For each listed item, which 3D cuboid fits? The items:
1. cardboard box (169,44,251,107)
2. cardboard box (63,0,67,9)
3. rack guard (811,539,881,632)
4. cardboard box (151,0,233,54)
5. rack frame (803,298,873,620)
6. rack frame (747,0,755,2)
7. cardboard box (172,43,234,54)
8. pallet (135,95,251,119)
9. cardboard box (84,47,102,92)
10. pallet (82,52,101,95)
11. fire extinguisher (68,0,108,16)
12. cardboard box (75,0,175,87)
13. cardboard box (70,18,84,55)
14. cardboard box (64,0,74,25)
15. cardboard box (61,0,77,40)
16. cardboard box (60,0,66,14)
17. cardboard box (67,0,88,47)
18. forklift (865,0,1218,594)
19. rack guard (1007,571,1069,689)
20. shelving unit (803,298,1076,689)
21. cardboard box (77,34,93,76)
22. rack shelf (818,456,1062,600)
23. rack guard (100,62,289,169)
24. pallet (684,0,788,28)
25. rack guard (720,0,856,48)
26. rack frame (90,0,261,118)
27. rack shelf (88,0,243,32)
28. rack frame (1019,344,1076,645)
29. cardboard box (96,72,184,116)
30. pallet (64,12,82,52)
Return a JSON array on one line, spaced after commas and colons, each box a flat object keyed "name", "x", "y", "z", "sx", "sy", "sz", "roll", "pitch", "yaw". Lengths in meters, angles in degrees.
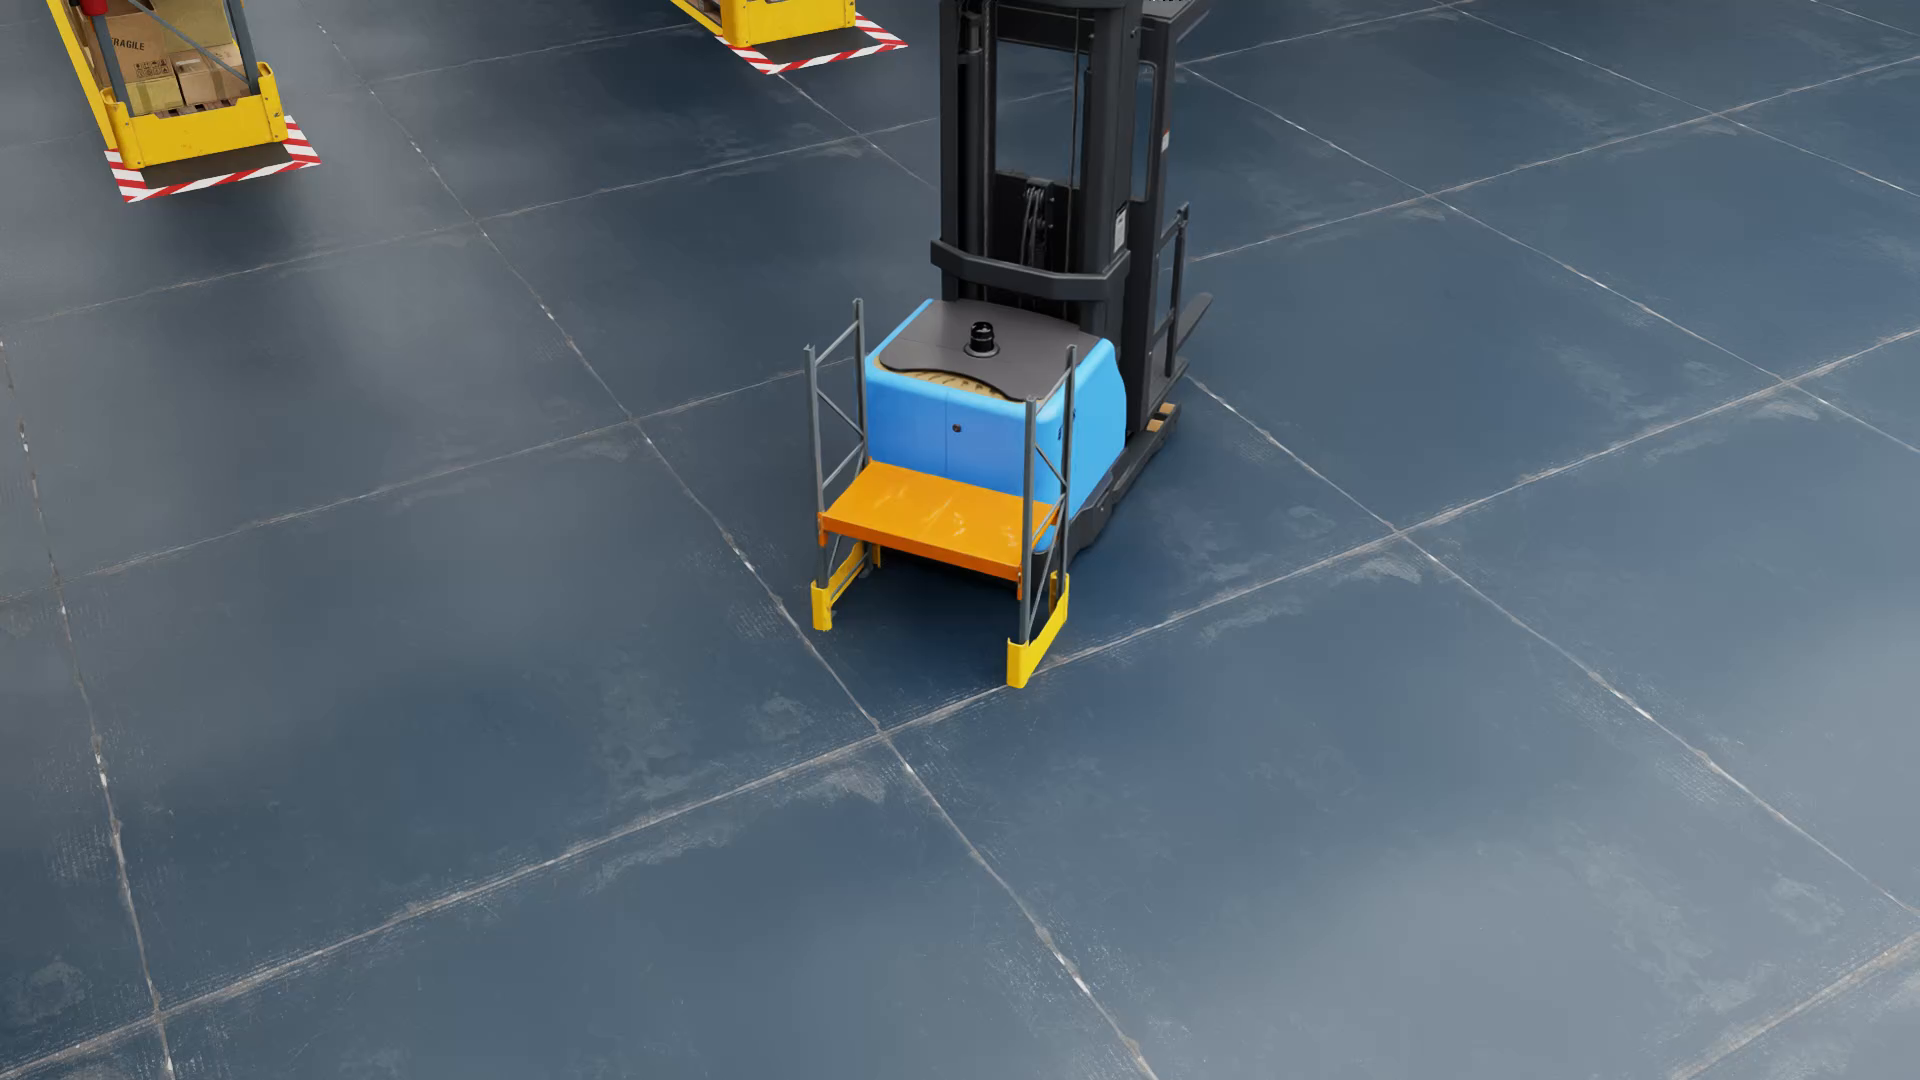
[{"name": "cardboard box", "x": -5.775, "y": -3.588, "z": 12.822, "sx": 0.500, "sy": 0.250, "sz": 0.500, "roll": -19, "pitch": 40, "yaw": -24}, {"name": "cardboard box", "x": -7.243, "y": -4.752, "z": 13.780, "sx": 0.500, "sy": 0.500, "sz": 0.500, "roll": -19, "pitch": 40, "yaw": -24}, {"name": "rack guard", "x": -0.547, "y": 0.171, "z": 8.031, "sx": 0.087, "sy": 0.250, "sz": 0.587, "roll": 15, "pitch": 39, "yaw": 19}, {"name": "cardboard box", "x": -6.028, "y": -4.145, "z": 12.949, "sx": 0.500, "sy": 0.500, "sz": 0.500, "roll": -19, "pitch": 40, "yaw": -24}, {"name": "rack frame", "x": -0.548, "y": -0.334, "z": 7.663, "sx": 0.032, "sy": 1.500, "sz": 0.500, "roll": 15, "pitch": 39, "yaw": 19}, {"name": "rack frame", "x": -1.414, "y": -5.655, "z": 13.677, "sx": 1.000, "sy": 3.000, "sz": 0.127, "roll": -19, "pitch": 40, "yaw": -24}, {"name": "cardboard box", "x": -6.030, "y": -3.842, "z": 13.170, "sx": 0.500, "sy": 0.250, "sz": 0.500, "roll": -19, "pitch": 40, "yaw": -24}, {"name": "pallet", "x": -6.119, "y": -3.441, "z": 13.010, "sx": 1.003, "sy": 0.211, "sz": 1.213, "roll": -19, "pitch": 40, "yaw": -24}, {"name": "cardboard box", "x": -6.485, "y": -3.686, "z": 12.956, "sx": 0.500, "sy": 0.250, "sz": 0.500, "roll": -19, "pitch": 40, "yaw": -24}, {"name": "pallet", "x": -6.728, "y": -4.063, "z": 13.861, "sx": 1.003, "sy": 0.211, "sz": 1.213, "roll": -19, "pitch": 40, "yaw": -24}, {"name": "fire extinguisher", "x": -6.041, "y": -3.960, "z": 11.422, "sx": 0.296, "sy": 0.674, "sz": 0.183, "roll": -19, "pitch": 40, "yaw": -24}, {"name": "cardboard box", "x": -6.225, "y": -3.737, "z": 12.390, "sx": 0.500, "sy": 0.500, "sz": 0.500, "roll": -19, "pitch": 40, "yaw": -24}, {"name": "cardboard box", "x": -6.987, "y": -4.196, "z": 13.655, "sx": 0.500, "sy": 0.250, "sz": 0.500, "roll": -19, "pitch": 40, "yaw": -24}, {"name": "cardboard box", "x": -6.990, "y": -4.498, "z": 13.432, "sx": 0.500, "sy": 0.500, "sz": 0.500, "roll": -19, "pitch": 40, "yaw": -24}, {"name": "cardboard box", "x": -7.243, "y": -4.449, "z": 14.001, "sx": 0.500, "sy": 0.250, "sz": 0.500, "roll": -19, "pitch": 40, "yaw": -24}, {"name": "cardboard box", "x": -7.490, "y": -4.706, "z": 14.352, "sx": 0.500, "sy": 0.250, "sz": 0.500, "roll": -19, "pitch": 40, "yaw": -24}, {"name": "cardboard box", "x": -6.740, "y": -4.243, "z": 13.082, "sx": 0.500, "sy": 0.500, "sz": 0.500, "roll": -19, "pitch": 40, "yaw": -24}, {"name": "forklift", "x": 0.586, "y": -1.784, "z": 8.435, "sx": 1.130, "sy": 2.935, "sz": 3.031, "roll": 16, "pitch": 39, "yaw": 20}, {"name": "rack guard", "x": 0.362, "y": 0.411, "z": 7.703, "sx": 0.087, "sy": 0.250, "sz": 0.587, "roll": 15, "pitch": 39, "yaw": 19}, {"name": "shelving unit", "x": -0.092, "y": -0.214, "z": 7.498, "sx": 1.083, "sy": 1.500, "sz": 0.587, "roll": 15, "pitch": 39, "yaw": 19}, {"name": "cardboard box", "x": -6.737, "y": -3.941, "z": 13.305, "sx": 0.500, "sy": 0.250, "sz": 0.500, "roll": -19, "pitch": 40, "yaw": -24}, {"name": "rack shelf", "x": -0.084, "y": -0.066, "z": 7.602, "sx": 1.000, "sy": 0.185, "sz": 0.538, "roll": 15, "pitch": 39, "yaw": 19}, {"name": "rack guard", "x": -5.686, "y": -3.168, "z": 12.391, "sx": 1.175, "sy": 0.500, "sz": 0.348, "roll": -19, "pitch": 40, "yaw": -24}, {"name": "pallet", "x": -1.896, "y": -4.970, "z": 15.103, "sx": 1.003, "sy": 0.211, "sz": 1.213, "roll": -19, "pitch": 40, "yaw": -24}, {"name": "rack guard", "x": -1.492, "y": -4.671, "z": 14.449, "sx": 1.175, "sy": 0.500, "sz": 0.348, "roll": -19, "pitch": 40, "yaw": -24}, {"name": "rack frame", "x": -5.698, "y": -4.190, "z": 11.670, "sx": 1.000, "sy": 3.000, "sz": 0.127, "roll": -19, "pitch": 40, "yaw": -24}, {"name": "rack shelf", "x": -6.703, "y": -4.919, "z": 13.279, "sx": 1.077, "sy": 0.370, "sz": 4.000, "roll": -19, "pitch": 40, "yaw": -24}, {"name": "rack frame", "x": 0.380, "y": -0.089, "z": 7.328, "sx": 0.032, "sy": 1.500, "sz": 0.500, "roll": 15, "pitch": 39, "yaw": 19}, {"name": "cardboard box", "x": -6.223, "y": -3.435, "z": 12.612, "sx": 0.500, "sy": 0.250, "sz": 0.500, "roll": -19, "pitch": 40, "yaw": -24}, {"name": "pallet", "x": -7.345, "y": -4.685, "z": 14.713, "sx": 1.003, "sy": 0.211, "sz": 1.213, "roll": -19, "pitch": 40, "yaw": -24}]
